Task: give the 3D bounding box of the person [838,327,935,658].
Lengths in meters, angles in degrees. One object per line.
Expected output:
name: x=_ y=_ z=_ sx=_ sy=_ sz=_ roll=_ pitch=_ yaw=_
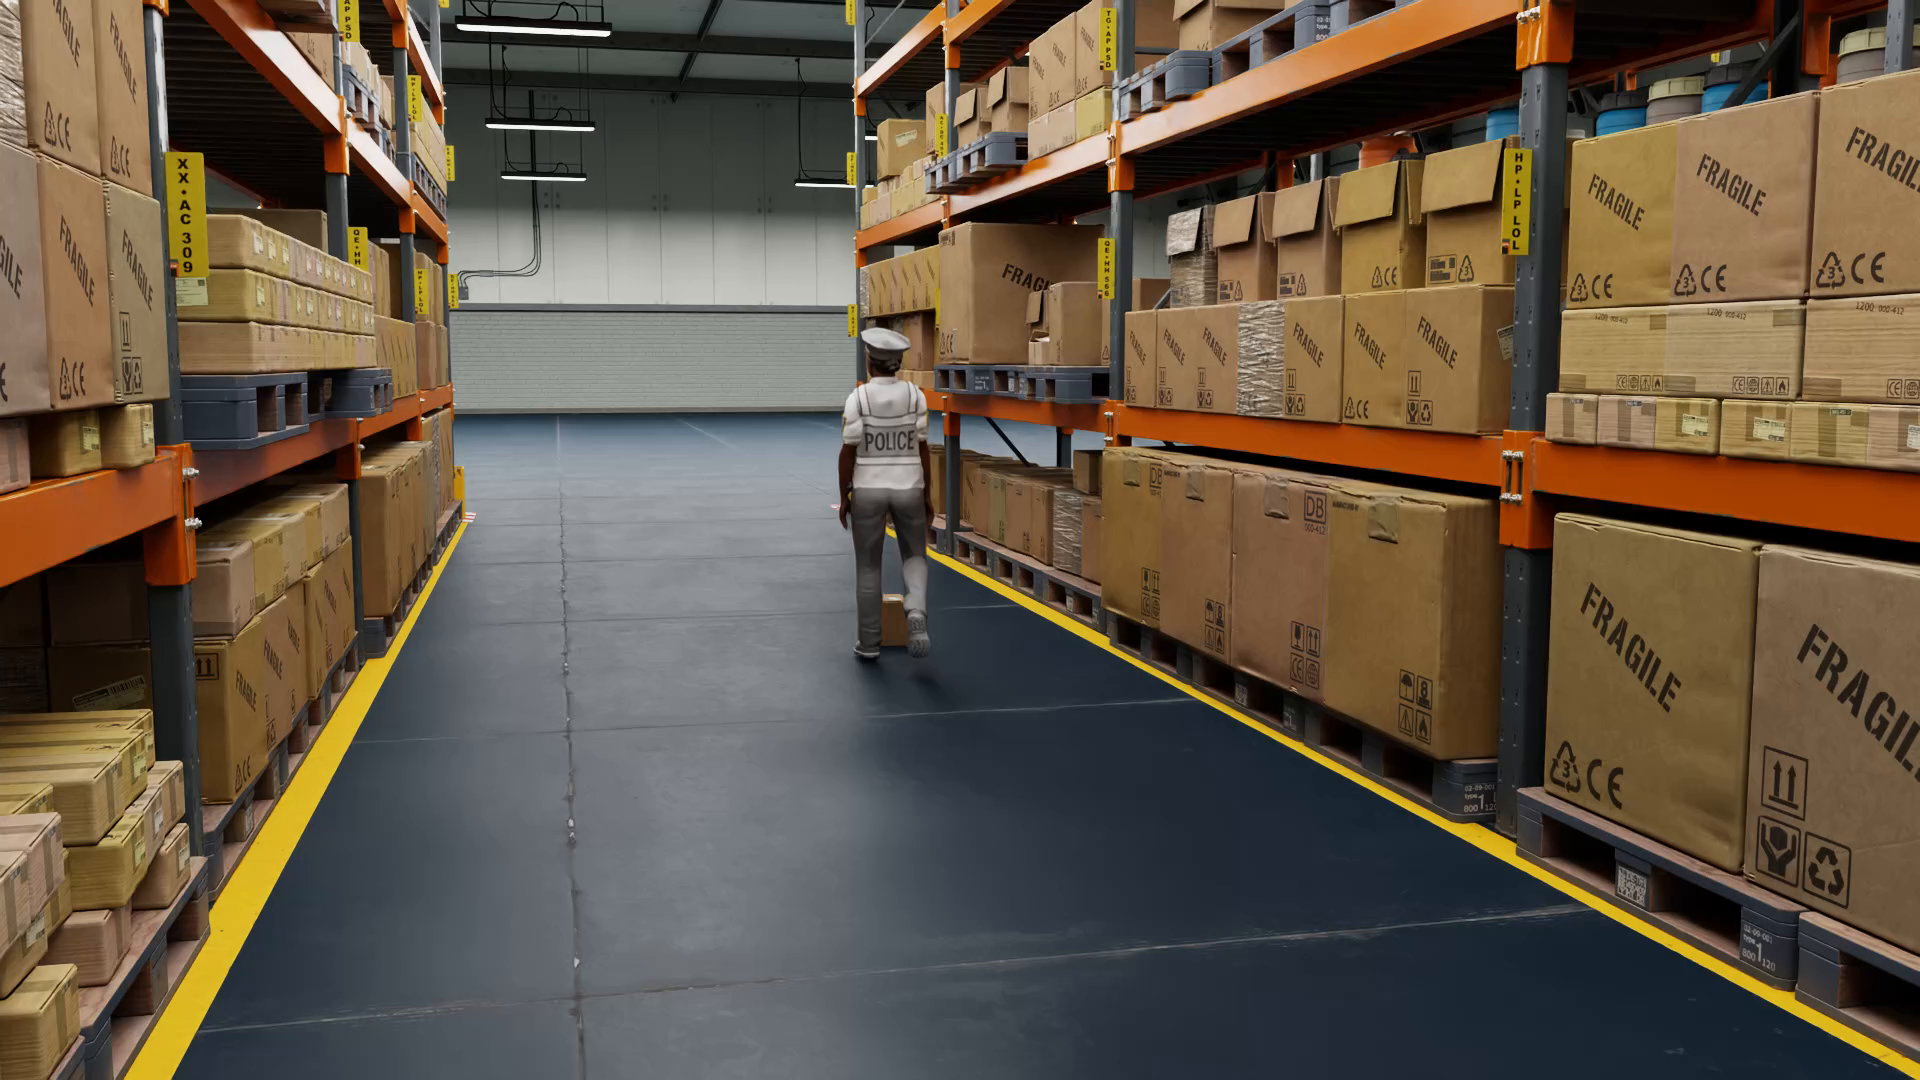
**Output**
person: x=-0.376 y=-0.228 z=8.408 sx=0.496 sy=1.683 sz=0.583 roll=-1 pitch=6 yaw=-12
